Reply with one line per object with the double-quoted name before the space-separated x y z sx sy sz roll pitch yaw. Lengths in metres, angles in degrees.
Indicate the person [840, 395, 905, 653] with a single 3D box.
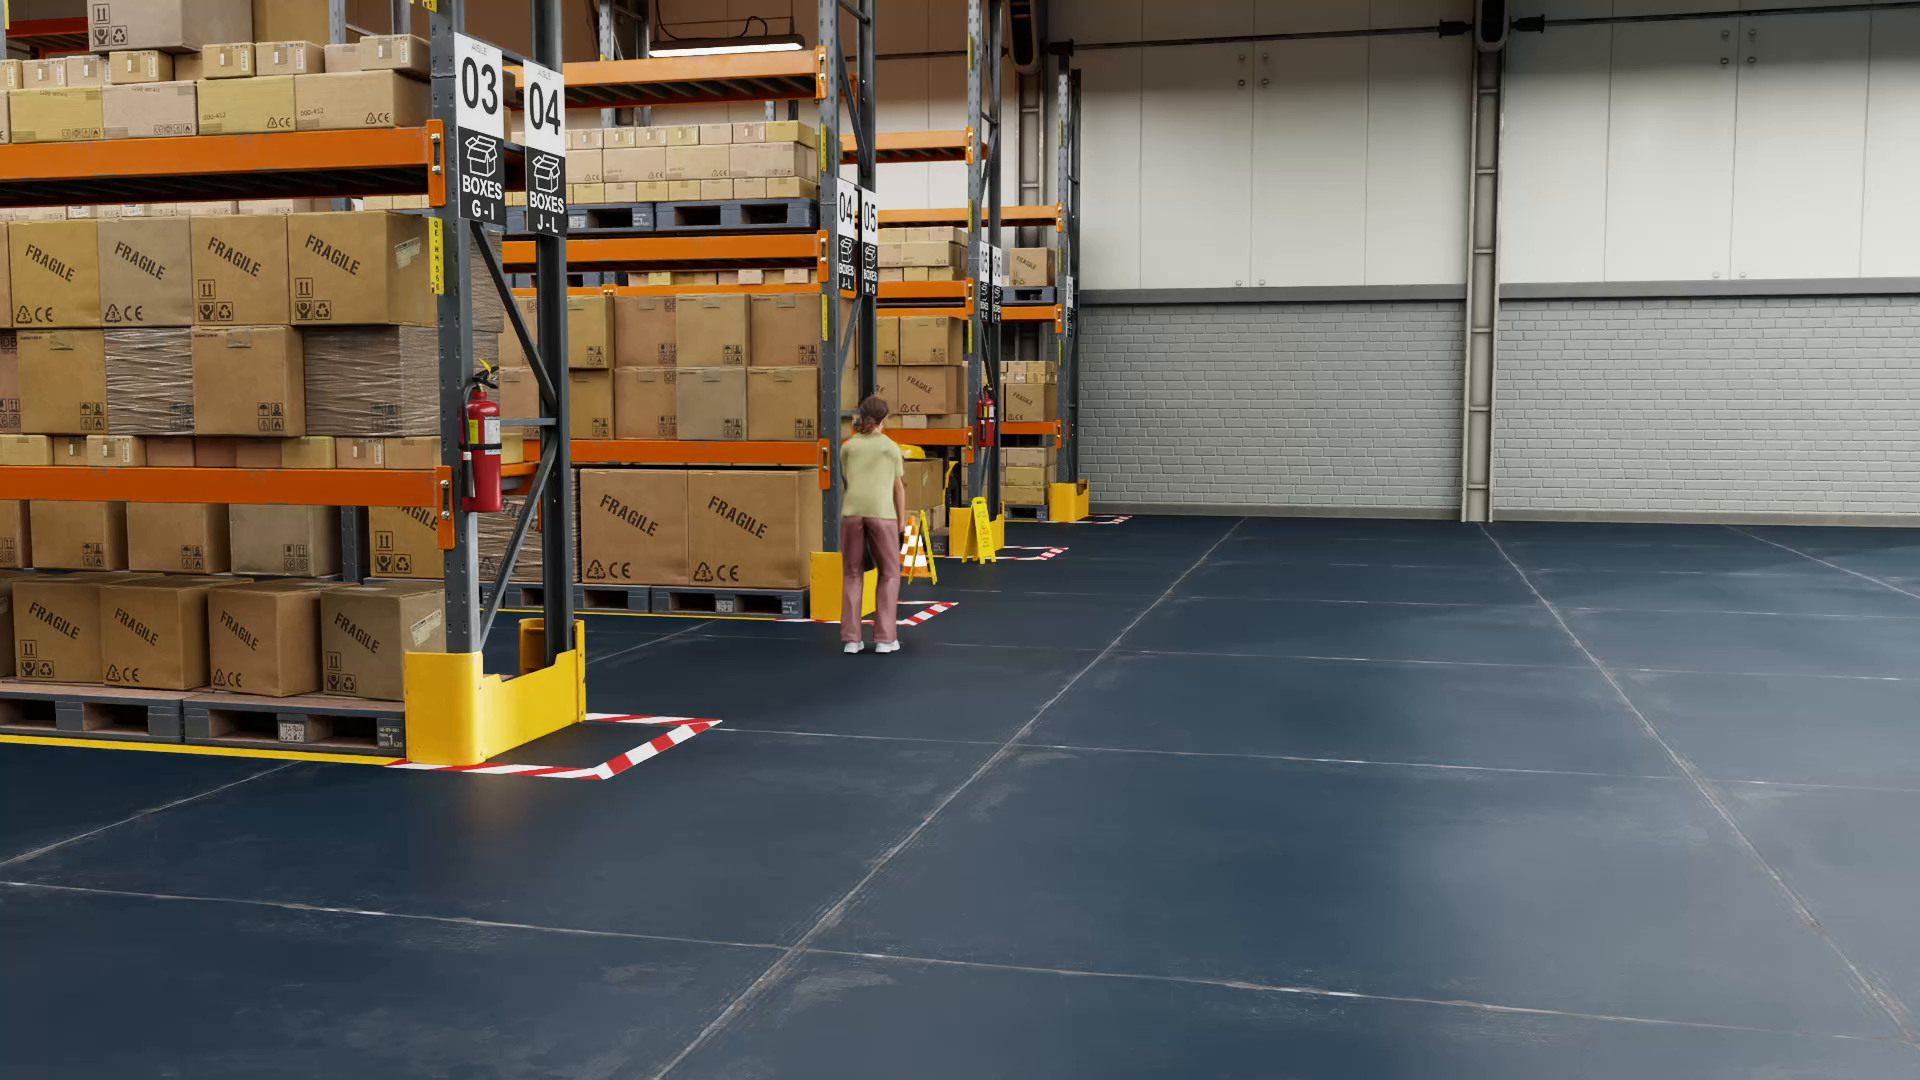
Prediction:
"person" -0.566 -0.104 10.673 0.406 1.644 0.527 1 5 13
